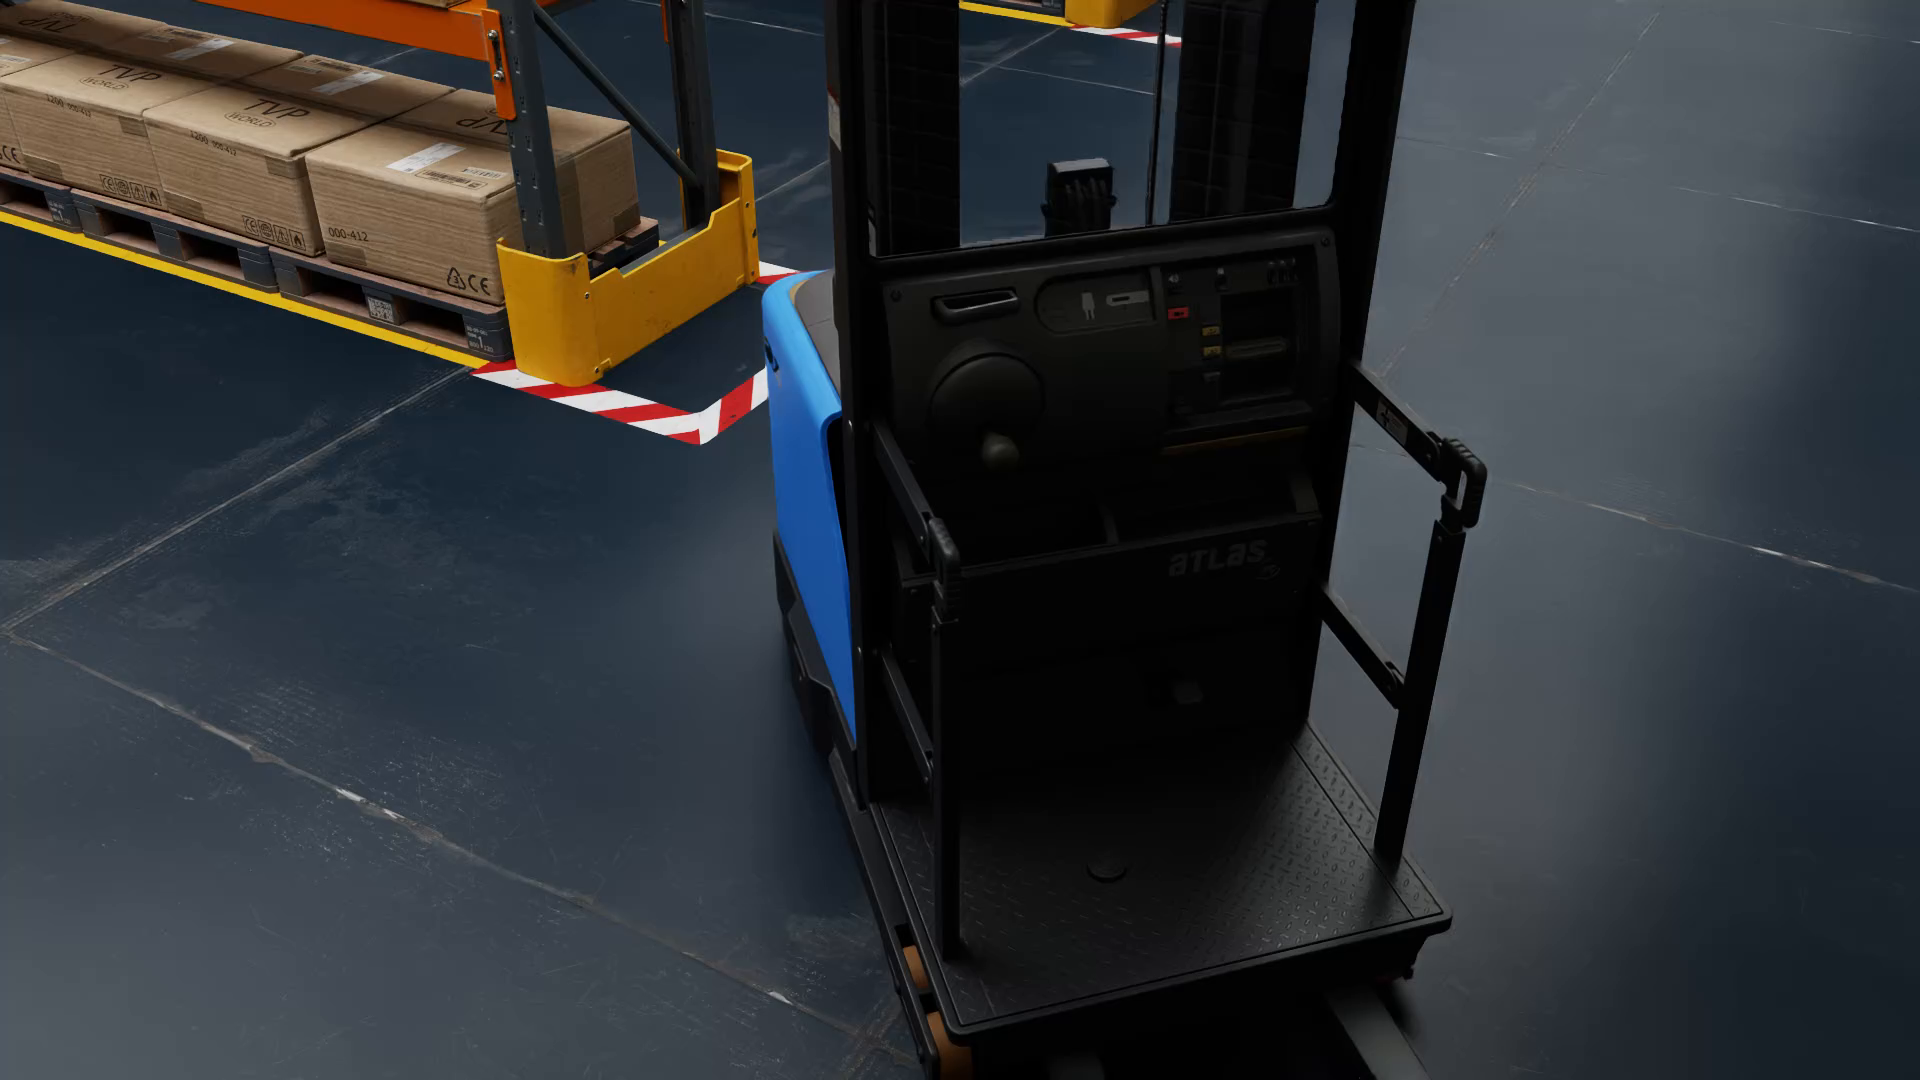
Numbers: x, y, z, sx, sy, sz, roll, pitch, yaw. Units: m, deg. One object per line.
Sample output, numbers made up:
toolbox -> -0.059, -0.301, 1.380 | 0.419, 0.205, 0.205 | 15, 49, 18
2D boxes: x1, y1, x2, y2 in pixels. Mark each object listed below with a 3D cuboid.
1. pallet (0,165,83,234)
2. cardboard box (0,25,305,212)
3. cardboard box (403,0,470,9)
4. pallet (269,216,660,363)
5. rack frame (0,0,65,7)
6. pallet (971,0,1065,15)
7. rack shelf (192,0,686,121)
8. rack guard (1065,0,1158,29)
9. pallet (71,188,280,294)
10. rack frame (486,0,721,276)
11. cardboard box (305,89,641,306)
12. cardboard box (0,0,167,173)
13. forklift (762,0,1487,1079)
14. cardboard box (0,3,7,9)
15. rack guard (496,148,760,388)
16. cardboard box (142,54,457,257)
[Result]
pallet -> -4.116, -1.821, 7.794 | 1.213, 0.211, 1.003 | 18, 37, 24
cardboard box -> -3.468, -1.866, 7.279 | 0.875, 0.438, 0.875 | 16, 37, 23
cardboard box -> -1.815, -2.175, 5.720 | 0.500, 0.500, 0.500 | 18, 38, 25
pallet -> -1.998, -1.150, 6.786 | 1.213, 0.211, 1.003 | 18, 37, 24
rack frame -> -4.738, -3.228, 7.391 | 0.127, 3.000, 1.000 | 18, 37, 24
pallet -> 0.350, -3.639, 10.524 | 1.213, 0.211, 1.003 | 18, 37, 24
rack shelf -> -3.001, -2.379, 6.765 | 4.000, 0.370, 1.077 | 18, 37, 24
rack guard -> 1.038, -3.518, 10.083 | 0.348, 0.500, 1.175 | 18, 37, 24
pallet -> -3.053, -1.486, 7.291 | 1.213, 0.211, 1.003 | 18, 37, 24
rack frame -> -1.265, -2.128, 5.739 | 0.127, 3.000, 1.000 | 18, 37, 24
cardboard box -> -1.887, -1.370, 6.534 | 0.875, 0.438, 0.875 | 16, 37, 23
cardboard box -> -4.246, -2.112, 7.648 | 0.875, 0.438, 0.875 | 17, 37, 24
forklift -> 0.372, -0.311, 3.072 | 1.130, 2.935, 3.031 | -9, 35, -14
cardboard box -> -5.316, -2.651, 8.062 | 0.875, 0.875, 0.875 | 19, 38, 26
rack guard -> -1.244, -1.081, 6.422 | 0.348, 0.500, 1.175 | 18, 37, 24
cardboard box -> -2.686, -1.617, 6.905 | 0.875, 0.438, 0.875 | 19, 38, 26
